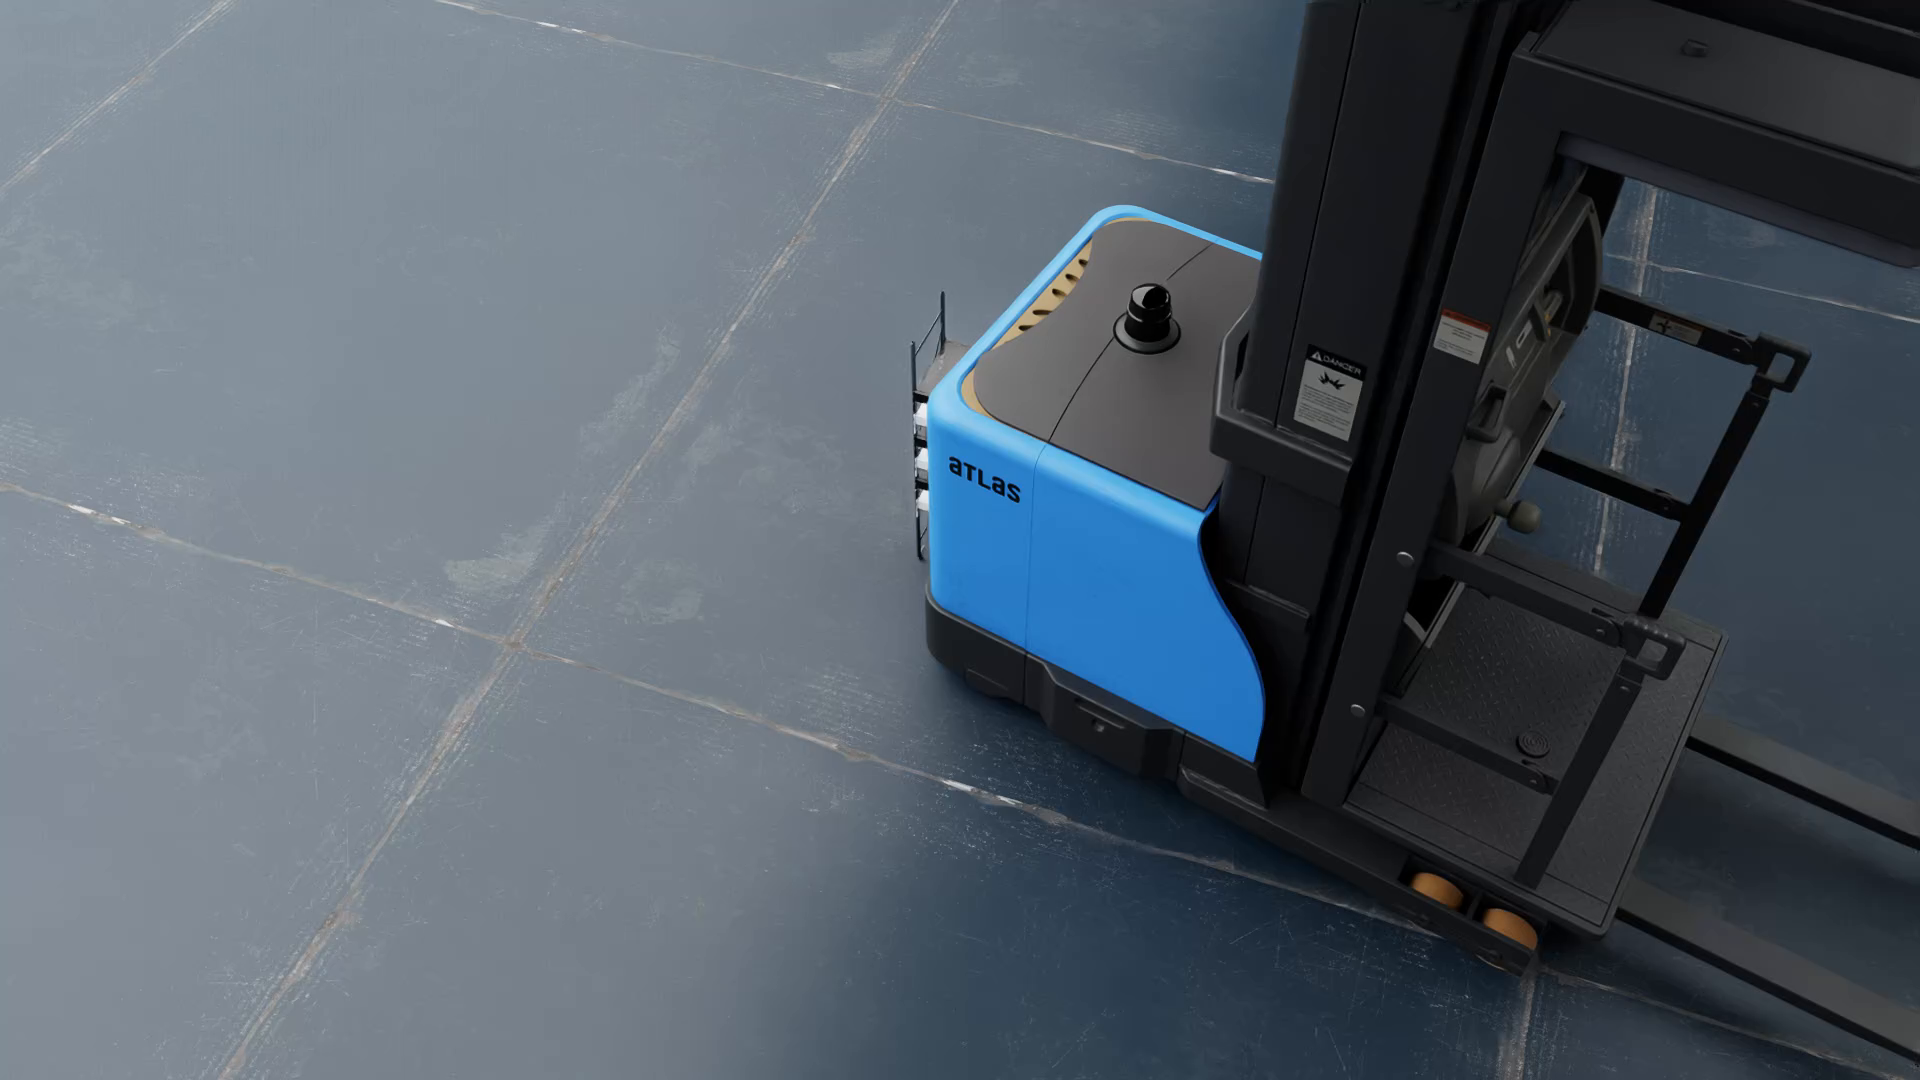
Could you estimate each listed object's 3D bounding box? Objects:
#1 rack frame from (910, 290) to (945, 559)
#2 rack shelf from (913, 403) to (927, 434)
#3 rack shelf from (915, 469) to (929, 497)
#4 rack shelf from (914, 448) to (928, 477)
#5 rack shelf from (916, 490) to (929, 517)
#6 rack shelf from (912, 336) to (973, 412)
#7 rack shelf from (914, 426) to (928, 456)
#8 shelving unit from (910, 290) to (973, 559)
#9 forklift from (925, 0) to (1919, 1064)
[{"bbox_3d":[-0.089,-0.322,4.933,0.006,0.900,0.240,17,51,14],"label":"rack frame"},{"bbox_3d":[0.006,-0.390,4.798,0.200,0.077,0.258,17,51,14],"label":"rack shelf"},{"bbox_3d":[0.006,-0.213,5.002,0.200,0.077,0.258,17,51,14],"label":"rack shelf"},{"bbox_3d":[0.006,-0.272,4.934,0.200,0.077,0.258,17,51,14],"label":"rack shelf"},{"bbox_3d":[0.006,-0.154,5.070,0.200,0.077,0.258,17,51,14],"label":"rack shelf"},{"bbox_3d":[0.006,-0.449,4.730,0.200,0.077,0.258,17,51,14],"label":"rack shelf"},{"bbox_3d":[0.006,-0.331,4.866,0.200,0.077,0.258,17,51,14],"label":"rack shelf"},{"bbox_3d":[0.006,-0.294,4.909,0.210,0.900,0.258,17,51,14],"label":"shelving unit"},{"bbox_3d":[1.421,-0.318,3.586,3.031,2.935,1.130,26,54,20],"label":"forklift"}]
